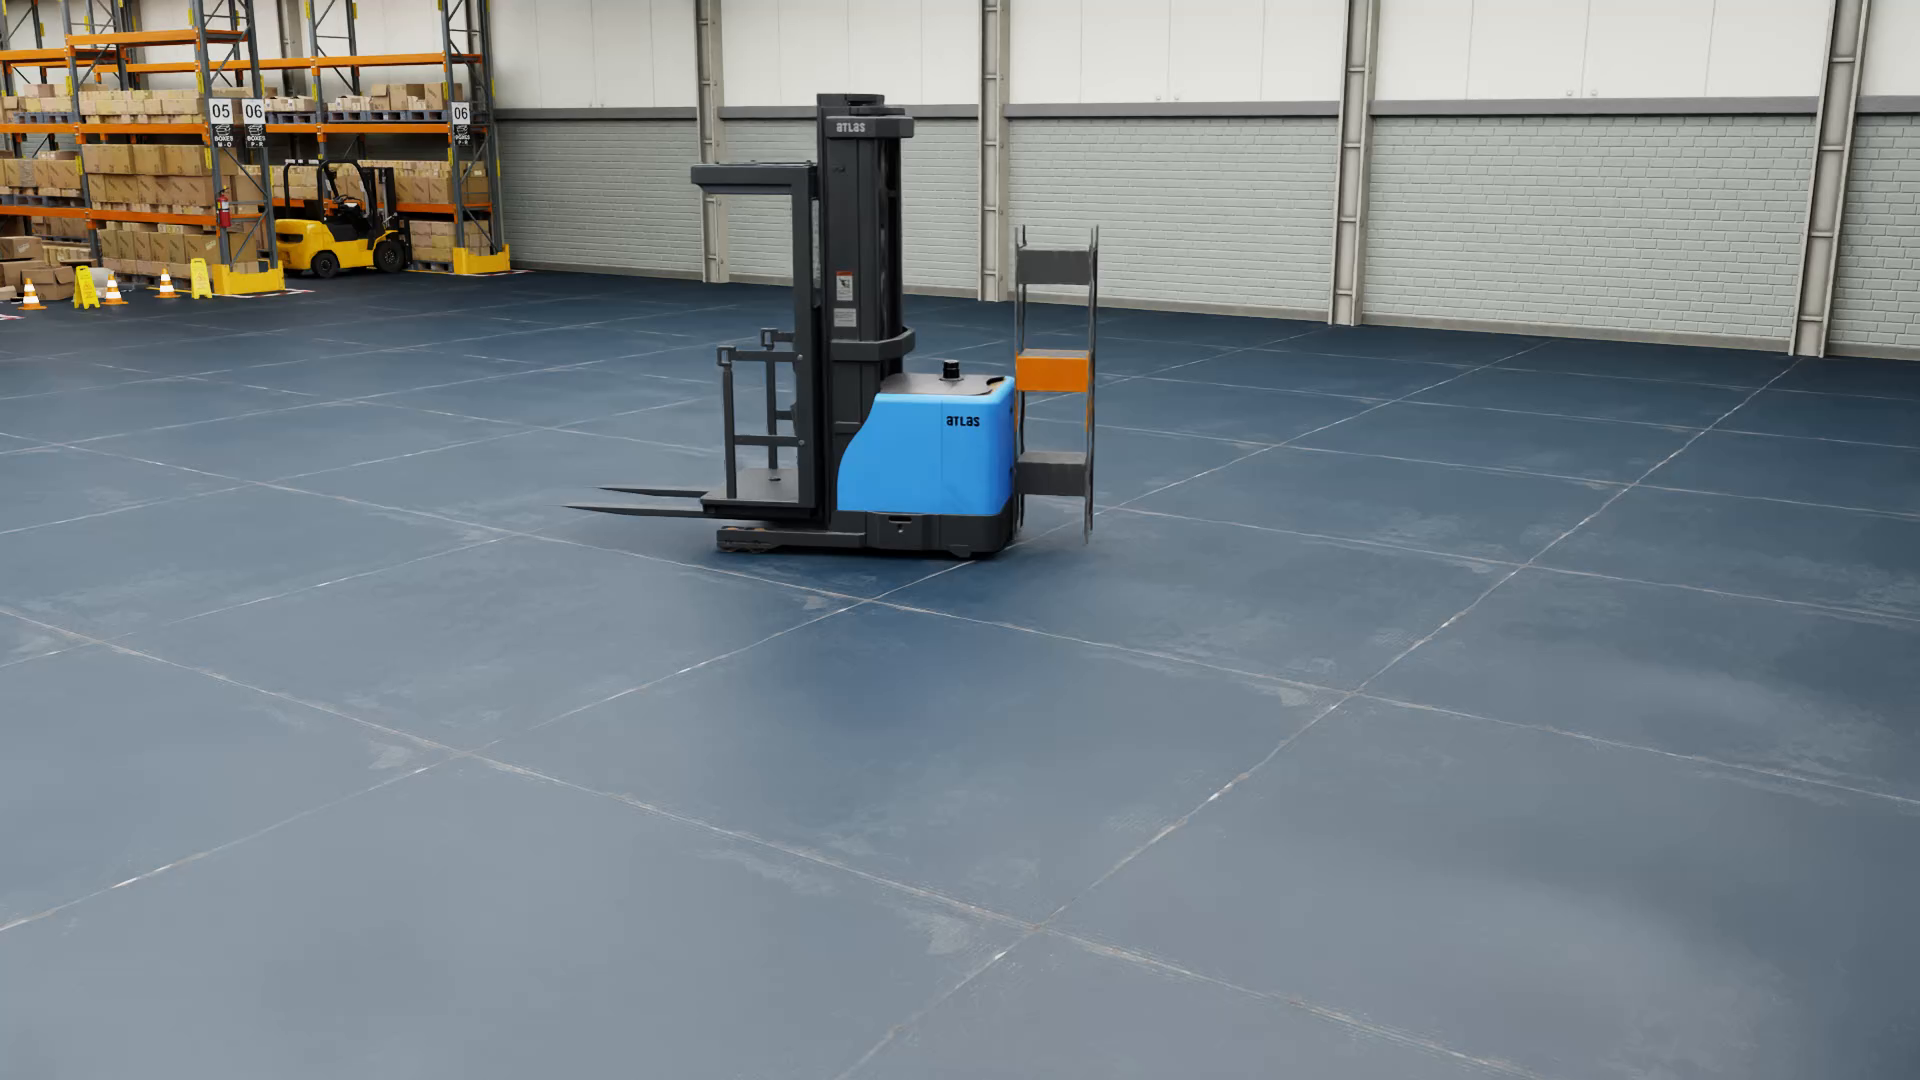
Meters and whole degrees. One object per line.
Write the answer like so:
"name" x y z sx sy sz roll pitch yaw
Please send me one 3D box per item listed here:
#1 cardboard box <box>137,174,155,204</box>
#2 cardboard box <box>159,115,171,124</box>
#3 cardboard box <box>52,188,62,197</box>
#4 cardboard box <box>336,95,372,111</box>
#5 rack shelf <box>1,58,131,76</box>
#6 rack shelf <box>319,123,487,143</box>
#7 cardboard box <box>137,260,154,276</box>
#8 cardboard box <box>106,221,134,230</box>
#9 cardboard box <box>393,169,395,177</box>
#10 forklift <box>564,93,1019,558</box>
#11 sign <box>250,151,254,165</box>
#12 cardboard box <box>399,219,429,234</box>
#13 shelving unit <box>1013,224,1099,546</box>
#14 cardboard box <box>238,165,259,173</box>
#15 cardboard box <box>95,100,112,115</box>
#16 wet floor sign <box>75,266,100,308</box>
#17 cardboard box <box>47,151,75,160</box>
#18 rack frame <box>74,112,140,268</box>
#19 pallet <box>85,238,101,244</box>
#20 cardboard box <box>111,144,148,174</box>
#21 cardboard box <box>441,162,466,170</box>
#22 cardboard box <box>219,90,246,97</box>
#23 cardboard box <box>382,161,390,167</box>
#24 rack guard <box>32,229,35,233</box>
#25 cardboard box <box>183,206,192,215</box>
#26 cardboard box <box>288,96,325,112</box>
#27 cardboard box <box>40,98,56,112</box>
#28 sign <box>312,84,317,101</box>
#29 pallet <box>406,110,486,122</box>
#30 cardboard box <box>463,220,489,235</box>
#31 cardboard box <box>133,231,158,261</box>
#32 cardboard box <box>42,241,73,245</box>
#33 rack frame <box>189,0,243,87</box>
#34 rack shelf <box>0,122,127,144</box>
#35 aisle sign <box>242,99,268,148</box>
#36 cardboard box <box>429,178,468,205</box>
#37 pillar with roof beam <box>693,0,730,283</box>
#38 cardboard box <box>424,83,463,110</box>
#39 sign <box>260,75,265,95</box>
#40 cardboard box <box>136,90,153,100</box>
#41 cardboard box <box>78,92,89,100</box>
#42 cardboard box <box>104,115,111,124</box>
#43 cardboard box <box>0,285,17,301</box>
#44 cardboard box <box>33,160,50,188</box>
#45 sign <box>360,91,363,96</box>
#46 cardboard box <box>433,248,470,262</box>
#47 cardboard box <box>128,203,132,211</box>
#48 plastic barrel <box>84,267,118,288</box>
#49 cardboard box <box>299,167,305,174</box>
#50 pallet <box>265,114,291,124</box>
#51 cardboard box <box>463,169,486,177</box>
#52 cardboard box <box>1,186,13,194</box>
"cardboard box" -13.951 -6.124 28.991 0.500 0.500 0.500 9 17 33
"cardboard box" -13.396 -7.172 28.333 0.250 0.149 0.380 9 17 32
"cardboard box" -16.454 -6.404 30.599 0.250 0.149 0.380 9 16 32
"cardboard box" -12.109 -8.737 33.236 0.500 0.311 0.500 10 17 34
"rack shelf" -20.961 -11.134 39.078 4.000 0.370 1.077 9 17 33
"rack shelf" -11.003 -8.070 32.937 4.000 0.370 1.077 9 17 33
"cardboard box" -14.200 -4.838 29.472 0.500 0.250 0.500 9 16 32
"cardboard box" -15.021 -5.628 29.754 0.250 0.149 0.380 9 17 34
"cardboard box" -11.023 -7.268 32.883 0.250 0.149 0.380 9 17 32
"forklift" -1.157 -1.456 11.105 3.031 2.935 1.130 2 14 9
"sign" -15.675 -8.441 36.772 0.005 0.325 0.100 9 17 33
"cardboard box" -10.751 -6.182 32.823 0.500 0.250 0.500 9 17 34
"shelving unit" 0.639 -1.039 11.149 0.503 2.100 0.431 2 14 9
"cardboard box" -15.208 -7.933 35.568 0.250 0.149 0.380 9 17 33
"cardboard box" -14.785 -7.588 29.186 0.500 0.250 0.500 9 17 32
"wet floor sign" -13.661 -3.953 25.948 0.232 0.644 0.267 6 15 23
"cardboard box" -16.518 -7.060 30.550 0.250 0.149 0.380 9 16 31
"rack frame" -15.430 -6.242 30.295 0.127 3.000 1.000 9 17 33
"pallet" -19.870 -7.043 39.337 1.213 0.211 1.003 9 17 33
"cardboard box" -14.373 -6.672 29.126 0.500 0.500 0.700 9 16 32
"cardboard box" -9.759 -7.209 32.026 0.250 0.149 0.380 9 17 33
"cardboard box" -12.292 -7.515 28.059 0.250 0.149 0.380 9 17 32
"cardboard box" -11.234 -7.451 33.003 0.250 0.149 0.380 9 17 33
"rack guard" -22.557 -7.618 41.055 0.348 0.500 1.175 9 17 33
"cardboard box" -13.014 -5.641 28.392 0.250 0.149 0.380 9 16 32
"cardboard box" -13.399 -8.945 34.078 0.500 0.311 0.500 9 16 31
"cardboard box" -16.413 -7.947 30.380 0.500 0.250 0.500 9 17 33
"sign" -12.958 -8.982 33.392 0.005 0.325 0.100 9 17 33
"pallet" -9.916 -8.209 32.182 1.213 0.211 1.003 9 17 33
"cardboard box" -9.637 -6.152 32.701 0.500 0.250 0.500 9 16 32
"cardboard box" -14.211 -5.202 29.385 0.500 0.500 0.500 10 17 36
"cardboard box" -17.669 -5.531 32.020 0.625 0.372 0.950 9 16 32
"rack frame" -15.982 -10.680 35.741 0.127 3.000 1.000 9 17 33
"rack shelf" -17.090 -7.617 31.104 4.000 0.370 1.077 9 17 33
"aisle sign" -11.887 -7.021 28.032 0.004 0.787 0.394 9 17 33
"cardboard box" -9.899 -6.758 32.171 0.500 0.500 0.500 9 16 32
"pillar with roof beam" -6.843 -8.218 25.792 0.400 9.000 9.100 9 17 33
"cardboard box" -9.847 -8.463 31.736 0.500 0.500 0.500 10 17 35
"sign" -11.808 -7.694 28.099 0.005 0.325 0.100 9 17 33
"cardboard box" -13.848 -7.612 28.451 0.250 0.149 0.380 10 17 34
"cardboard box" -15.351 -7.855 29.435 0.250 0.149 0.380 9 16 32
"cardboard box" -14.855 -7.428 29.366 0.250 0.149 0.380 9 17 33
"cardboard box" -15.655 -4.051 27.134 0.258 0.266 0.396 13 19 42
"cardboard box" -16.778 -6.791 30.814 0.500 0.500 0.500 10 17 35
"sign" -12.354 -9.088 34.311 0.005 0.325 0.100 9 17 33
"cardboard box" -9.910 -5.565 32.408 0.500 0.250 0.500 9 17 33
"cardboard box" -14.447 -5.891 29.400 0.250 0.149 0.380 9 17 33
"plastic barrel" -14.670 -4.430 28.337 0.512 0.421 0.421 -4 14 -16
"cardboard box" -13.468 -7.671 34.511 0.250 0.149 0.380 9 17 33
"pallet" -14.439 -8.910 35.225 1.213 0.211 1.003 10 17 35
"cardboard box" -9.481 -7.156 32.431 0.250 0.149 0.380 9 16 31
"cardboard box" -17.949 -6.648 31.584 0.250 0.149 0.380 9 17 33
